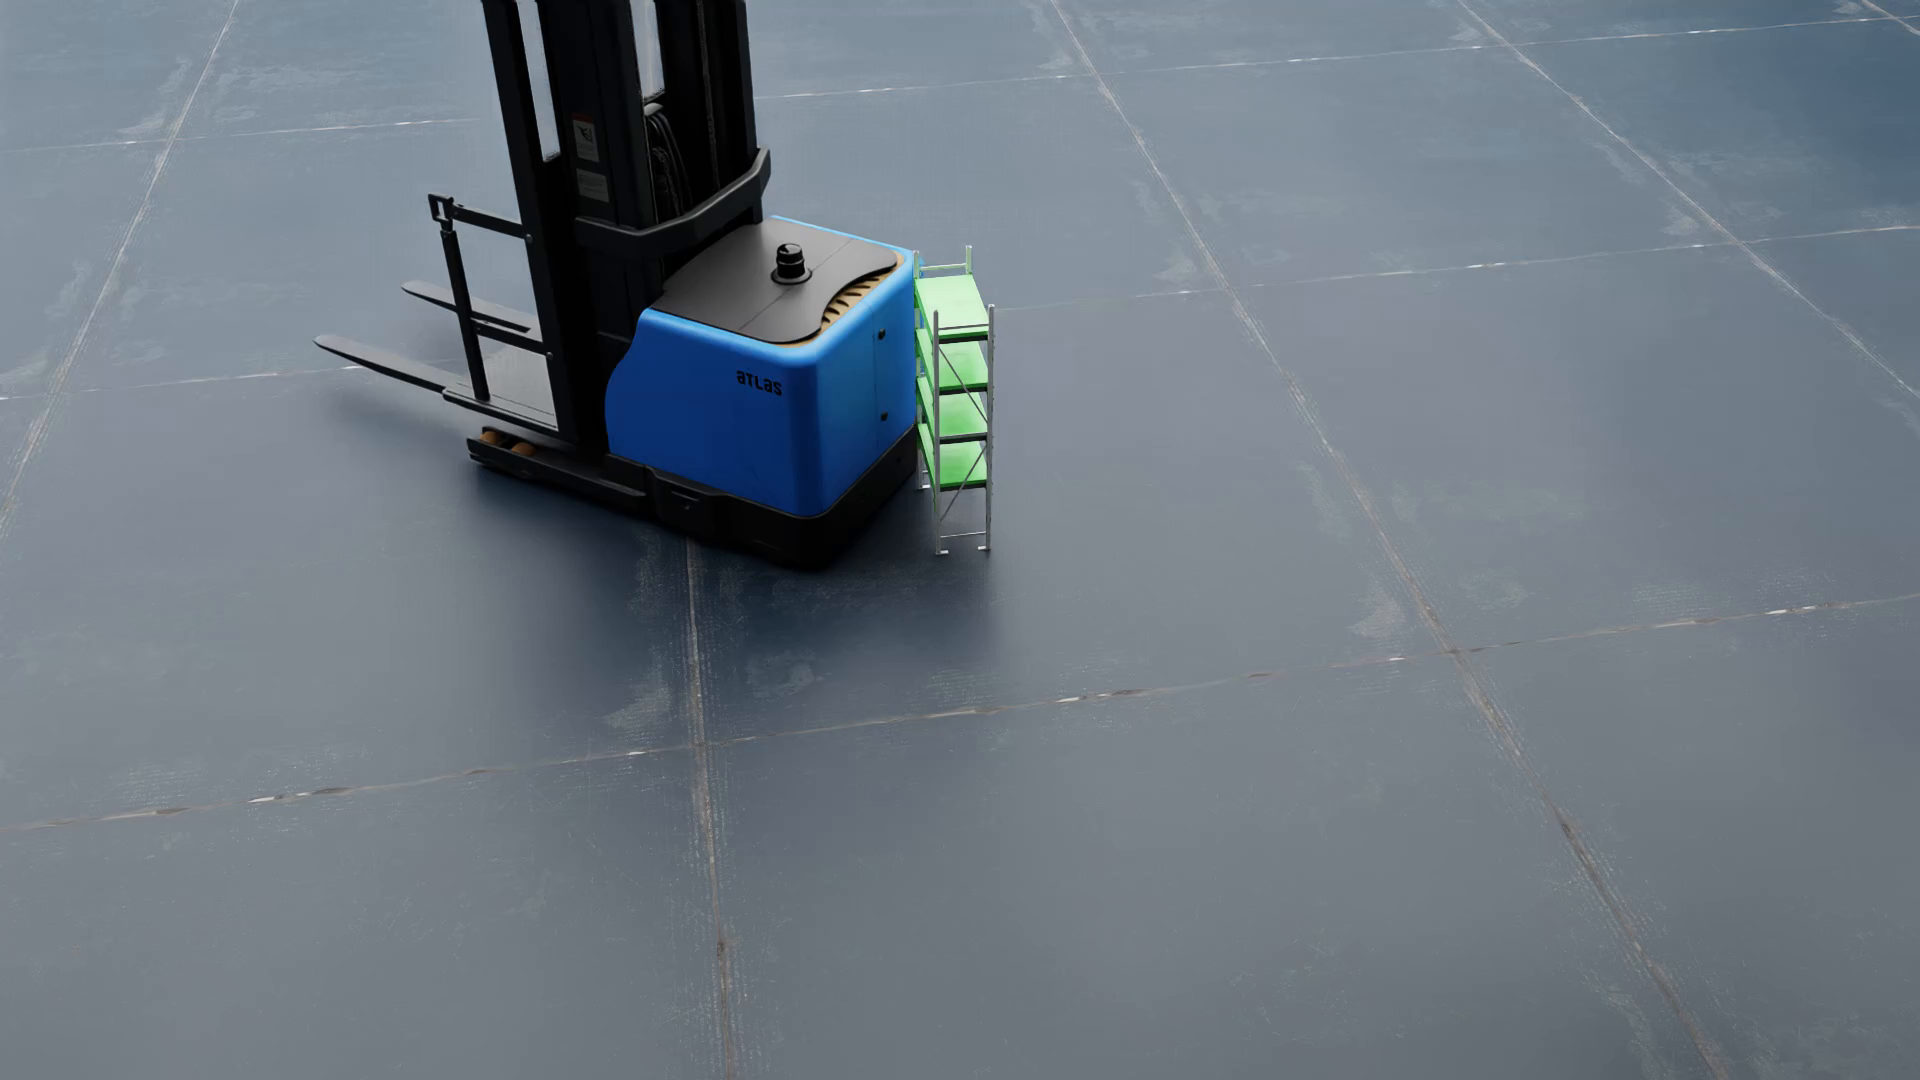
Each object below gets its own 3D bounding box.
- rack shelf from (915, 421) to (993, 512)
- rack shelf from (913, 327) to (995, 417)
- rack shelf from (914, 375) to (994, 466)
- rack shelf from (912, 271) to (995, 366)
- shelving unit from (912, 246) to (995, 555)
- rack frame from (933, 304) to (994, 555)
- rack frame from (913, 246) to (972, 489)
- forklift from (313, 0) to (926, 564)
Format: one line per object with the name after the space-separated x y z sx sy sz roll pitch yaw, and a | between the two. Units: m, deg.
-0.029 -0.334 7.197 0.258 0.148 0.480 -6 38 -8 | rack shelf
-0.029 -0.713 6.903 0.258 0.148 0.480 -6 38 -8 | rack shelf
-0.029 -0.523 7.050 0.258 0.148 0.480 -6 38 -8 | rack shelf
-0.029 -0.902 6.755 0.258 0.148 0.480 -6 38 -8 | rack shelf
-0.029 -0.574 7.011 0.258 1.200 0.503 -6 38 -8 | shelving unit
0.014 -0.426 6.821 0.240 1.200 0.015 -6 38 -8 | rack frame
-0.072 -0.721 7.200 0.240 1.200 0.015 -6 38 -8 | rack frame
-1.679 -1.699 7.048 3.031 2.935 1.130 18 41 22 | forklift
